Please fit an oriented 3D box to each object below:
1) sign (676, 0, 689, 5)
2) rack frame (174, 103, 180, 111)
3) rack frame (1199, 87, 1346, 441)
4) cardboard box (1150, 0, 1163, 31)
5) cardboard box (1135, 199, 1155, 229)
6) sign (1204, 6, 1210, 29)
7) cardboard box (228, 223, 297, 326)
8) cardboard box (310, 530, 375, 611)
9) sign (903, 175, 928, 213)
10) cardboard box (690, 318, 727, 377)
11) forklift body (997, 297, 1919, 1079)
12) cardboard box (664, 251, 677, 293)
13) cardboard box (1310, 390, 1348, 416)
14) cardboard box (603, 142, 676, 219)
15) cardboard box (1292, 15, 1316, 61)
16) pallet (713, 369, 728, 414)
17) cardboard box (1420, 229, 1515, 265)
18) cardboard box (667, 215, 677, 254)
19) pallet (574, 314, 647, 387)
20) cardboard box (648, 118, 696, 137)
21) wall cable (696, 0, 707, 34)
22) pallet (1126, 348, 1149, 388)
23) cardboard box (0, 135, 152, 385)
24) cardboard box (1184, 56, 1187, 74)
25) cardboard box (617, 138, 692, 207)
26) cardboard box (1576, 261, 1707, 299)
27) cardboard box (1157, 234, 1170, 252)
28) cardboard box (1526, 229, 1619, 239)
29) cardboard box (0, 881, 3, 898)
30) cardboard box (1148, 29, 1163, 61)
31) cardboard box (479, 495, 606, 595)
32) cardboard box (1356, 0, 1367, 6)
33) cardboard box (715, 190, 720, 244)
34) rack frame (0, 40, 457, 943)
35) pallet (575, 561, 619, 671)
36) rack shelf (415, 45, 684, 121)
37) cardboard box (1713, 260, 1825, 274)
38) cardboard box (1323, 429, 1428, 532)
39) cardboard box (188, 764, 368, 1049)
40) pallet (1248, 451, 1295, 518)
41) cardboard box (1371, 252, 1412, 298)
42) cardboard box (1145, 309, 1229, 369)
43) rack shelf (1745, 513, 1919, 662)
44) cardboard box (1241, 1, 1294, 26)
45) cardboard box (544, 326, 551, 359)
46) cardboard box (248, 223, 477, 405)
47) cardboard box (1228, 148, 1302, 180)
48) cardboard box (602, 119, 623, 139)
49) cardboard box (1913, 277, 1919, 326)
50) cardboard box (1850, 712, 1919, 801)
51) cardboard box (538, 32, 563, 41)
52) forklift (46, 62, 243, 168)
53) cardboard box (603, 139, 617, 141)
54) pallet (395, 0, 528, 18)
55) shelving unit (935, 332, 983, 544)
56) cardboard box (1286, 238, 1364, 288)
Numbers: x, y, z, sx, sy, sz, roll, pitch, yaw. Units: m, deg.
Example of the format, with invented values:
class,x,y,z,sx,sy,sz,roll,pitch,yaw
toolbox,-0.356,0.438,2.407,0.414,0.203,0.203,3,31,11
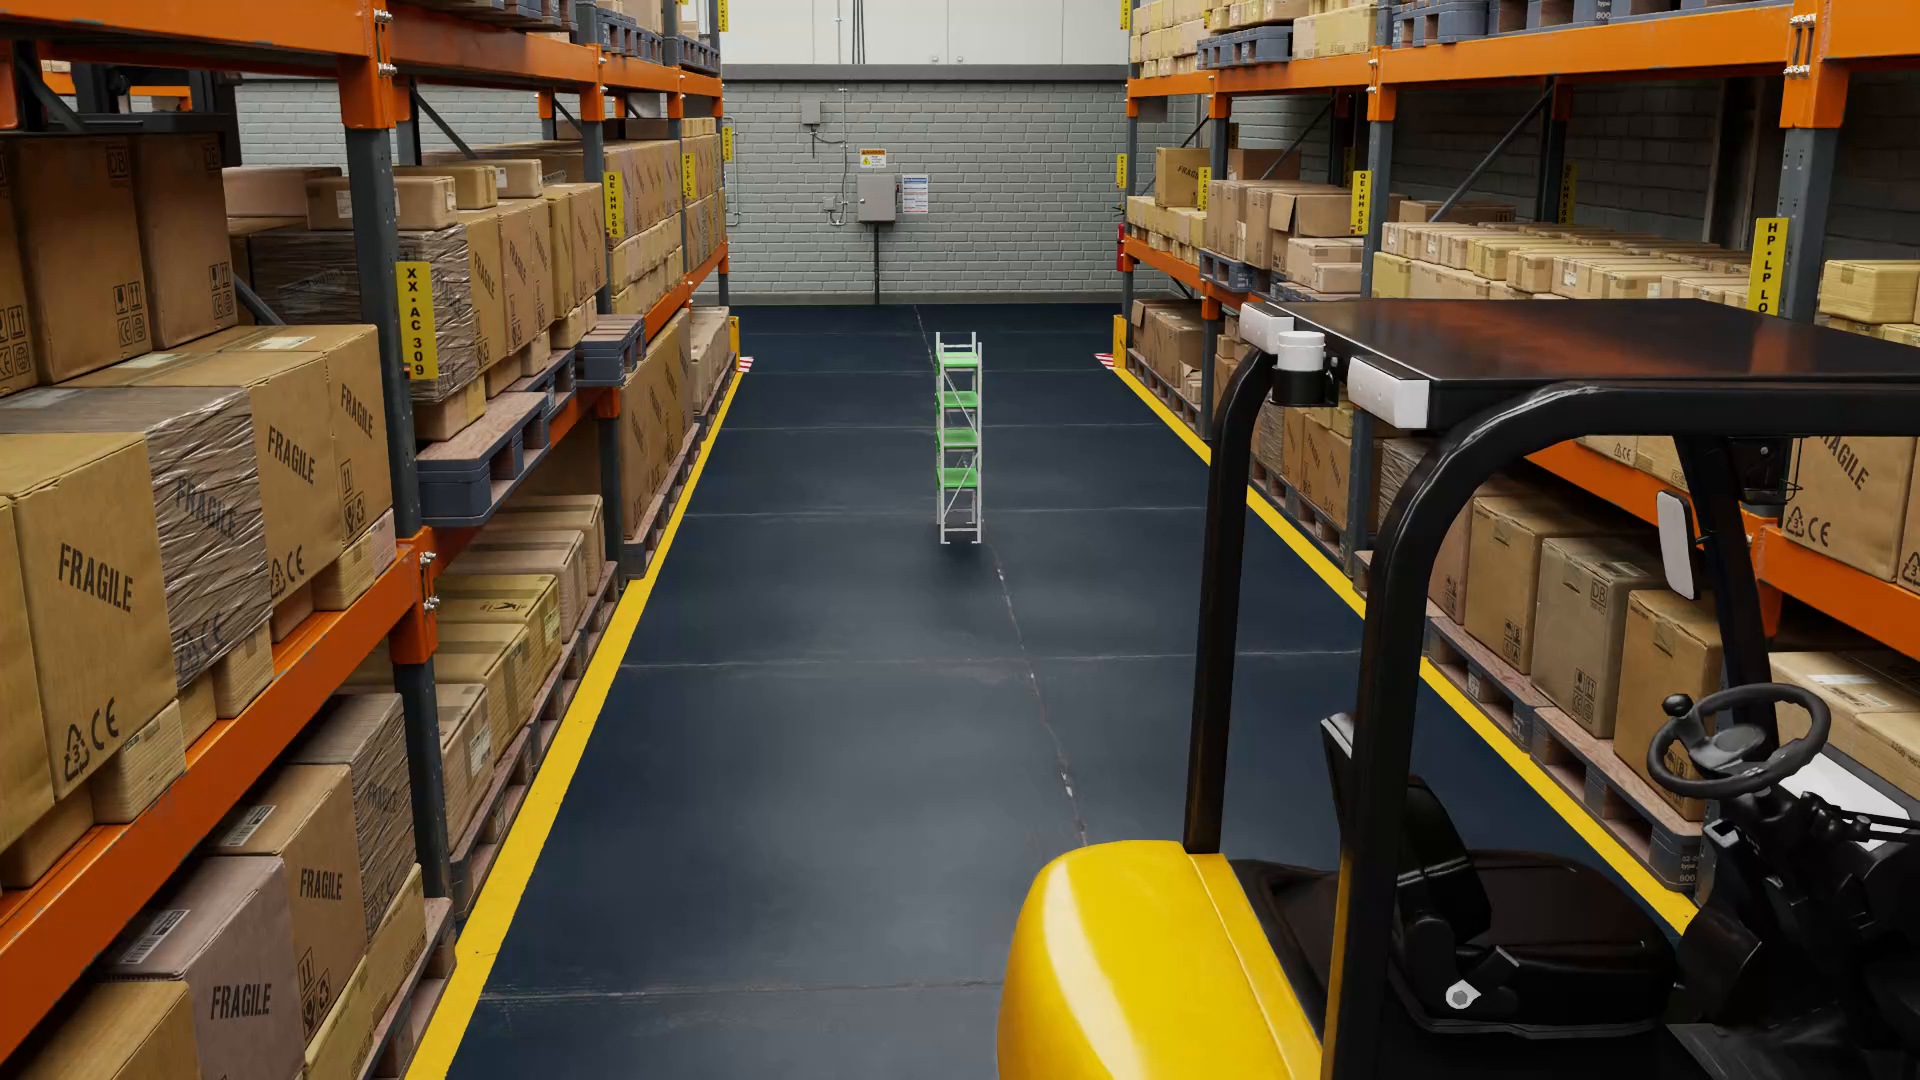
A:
class,x,y,z,sx,sy,sz,roll,pitch,yaw
sign,-2.017,-4.039,12.014,0.100,0.325,0.005,-1,14,-3
rack frame,-7.740,-3.066,15.921,1.000,3.000,0.127,-1,14,-3
rack frame,2.396,-2.250,12.751,1.000,3.000,0.127,-1,14,-3
cardboard box,1.982,-4.645,14.742,0.500,0.250,0.500,-1,14,-4
cardboard box,1.939,-3.074,15.657,0.500,0.250,0.500,-1,14,-3
sign,1.855,-3.943,12.273,0.100,0.325,0.005,-1,14,-3
cardboard box,-2.320,-0.690,5.048,0.500,0.500,0.500,-1,14,-4
cardboard box,-1.716,0.076,4.215,0.380,0.149,0.250,-1,14,-2
sign,-0.593,-4.578,21.992,0.329,0.494,0.001,-1,14,-3
cardboard box,-2.600,-1.740,15.067,0.875,0.438,0.875,0,14,-2
forklift body,1.201,0.702,2.981,2.313,2.155,1.214,-1,14,-3
cardboard box,-2.248,-1.865,11.558,0.500,0.250,0.500,-1,14,-4
cardboard box,2.340,-0.815,10.044,0.380,0.149,0.250,-1,14,-5
cardboard box,-2.240,-2.469,11.396,0.500,0.500,0.500,-1,14,-2
cardboard box,2.307,-3.009,9.981,0.500,0.250,0.500,-1,14,-3
pallet,-2.606,-1.316,14.719,1.003,0.211,1.213,-1,14,-3
cardboard box,2.429,-1.404,7.961,0.380,0.149,0.250,0,14,-2
cardboard box,-2.250,-2.112,11.512,0.500,0.250,0.500,-1,14,-2
pallet,-2.160,-0.909,7.925,1.213,0.211,1.003,-1,14,-3
cardboard box,-2.350,-3.357,13.546,0.380,0.149,0.250,-1,14,-5
wall cable,-3.440,-7.483,21.050,0.463,3.000,0.029,-1,14,-3
pallet,2.203,-1.677,16.121,1.003,0.211,1.213,-1,14,-3
cardboard box,-2.242,-0.619,3.610,0.700,0.500,0.500,-1,14,-3
cardboard box,2.061,-3.922,13.733,0.380,0.149,0.250,0,14,-2
cardboard box,-2.346,-2.827,12.788,0.500,0.500,0.500,-1,14,-3
cardboard box,2.550,-0.959,6.233,0.380,0.149,0.250,-1,14,-5
cardboard box,1.961,-2.651,14.813,0.380,0.149,0.250,-1,14,-2
cardboard box,2.949,-1.411,7.989,0.380,0.149,0.250,-1,14,-3
cardboard box,-1.690,0.524,2.475,0.380,0.149,0.250,0,14,-2
cardboard box,1.974,-4.401,14.795,0.500,0.250,0.500,-1,14,-5
cardboard box,-2.285,0.032,8.312,0.950,0.372,0.625,-2,15,-7
cardboard box,2.385,-2.977,9.060,0.380,0.149,0.250,-1,14,-5
cardboard box,-2.496,-2.975,15.367,0.500,0.500,0.500,-1,14,-5
rack frame,-2.062,-0.183,4.717,1.000,3.000,0.127,-1,14,-3
pallet,-2.263,0.367,8.175,1.003,0.211,1.213,-1,14,-3
rack shelf,-2.434,-2.779,10.232,1.077,0.370,4.000,-1,14,-3
cardboard box,3.078,-0.969,6.269,0.380,0.149,0.250,-1,14,-3
cardboard box,2.403,-0.350,9.540,0.500,0.500,0.500,0,14,-2
cardboard box,-1.725,0.852,3.867,0.500,0.500,0.500,-1,14,-2
pallet,2.563,-0.394,11.133,1.003,0.211,1.213,-1,14,-3
cardboard box,2.402,-1.310,8.396,0.500,0.250,0.500,-1,14,-3
cardboard box,2.105,-1.871,15.451,0.700,0.500,0.500,0,14,-1
rack shelf,3.015,0.585,3.175,1.077,0.370,4.000,-1,14,-3
cardboard box,2.083,-3.498,11.044,0.380,0.149,0.250,-1,14,-4
cardboard box,-1.880,-0.797,6.767,0.380,0.149,0.250,-1,14,-5
cardboard box,-1.805,-0.700,5.086,0.500,0.500,0.500,-1,14,-2
cardboard box,2.569,-3.059,14.095,0.500,0.500,0.500,-1,14,-5
cardboard box,-2.803,-3.158,12.772,0.380,0.149,0.250,-1,14,-2
cardboard box,2.739,-0.620,4.316,0.380,0.149,0.250,-1,14,-3
cardboard box,2.630,0.636,4.203,0.500,0.250,0.500,-1,14,-3
cardboard box,-2.058,-2.372,7.709,0.380,0.149,0.250,-1,14,-3
forklift,-5.031,-1.559,10.204,1.130,2.935,3.031,0,14,-1
cardboard box,-2.863,-2.818,12.752,0.500,0.500,0.500,-1,14,-4
pallet,-1.994,-1.700,4.970,1.213,0.211,1.003,-1,14,-3
shelving unit,-0.010,-0.622,10.037,0.258,1.200,0.503,-1,14,-3
cardboard box,2.255,-1.643,9.852,0.500,0.250,0.500,-2,15,-6
